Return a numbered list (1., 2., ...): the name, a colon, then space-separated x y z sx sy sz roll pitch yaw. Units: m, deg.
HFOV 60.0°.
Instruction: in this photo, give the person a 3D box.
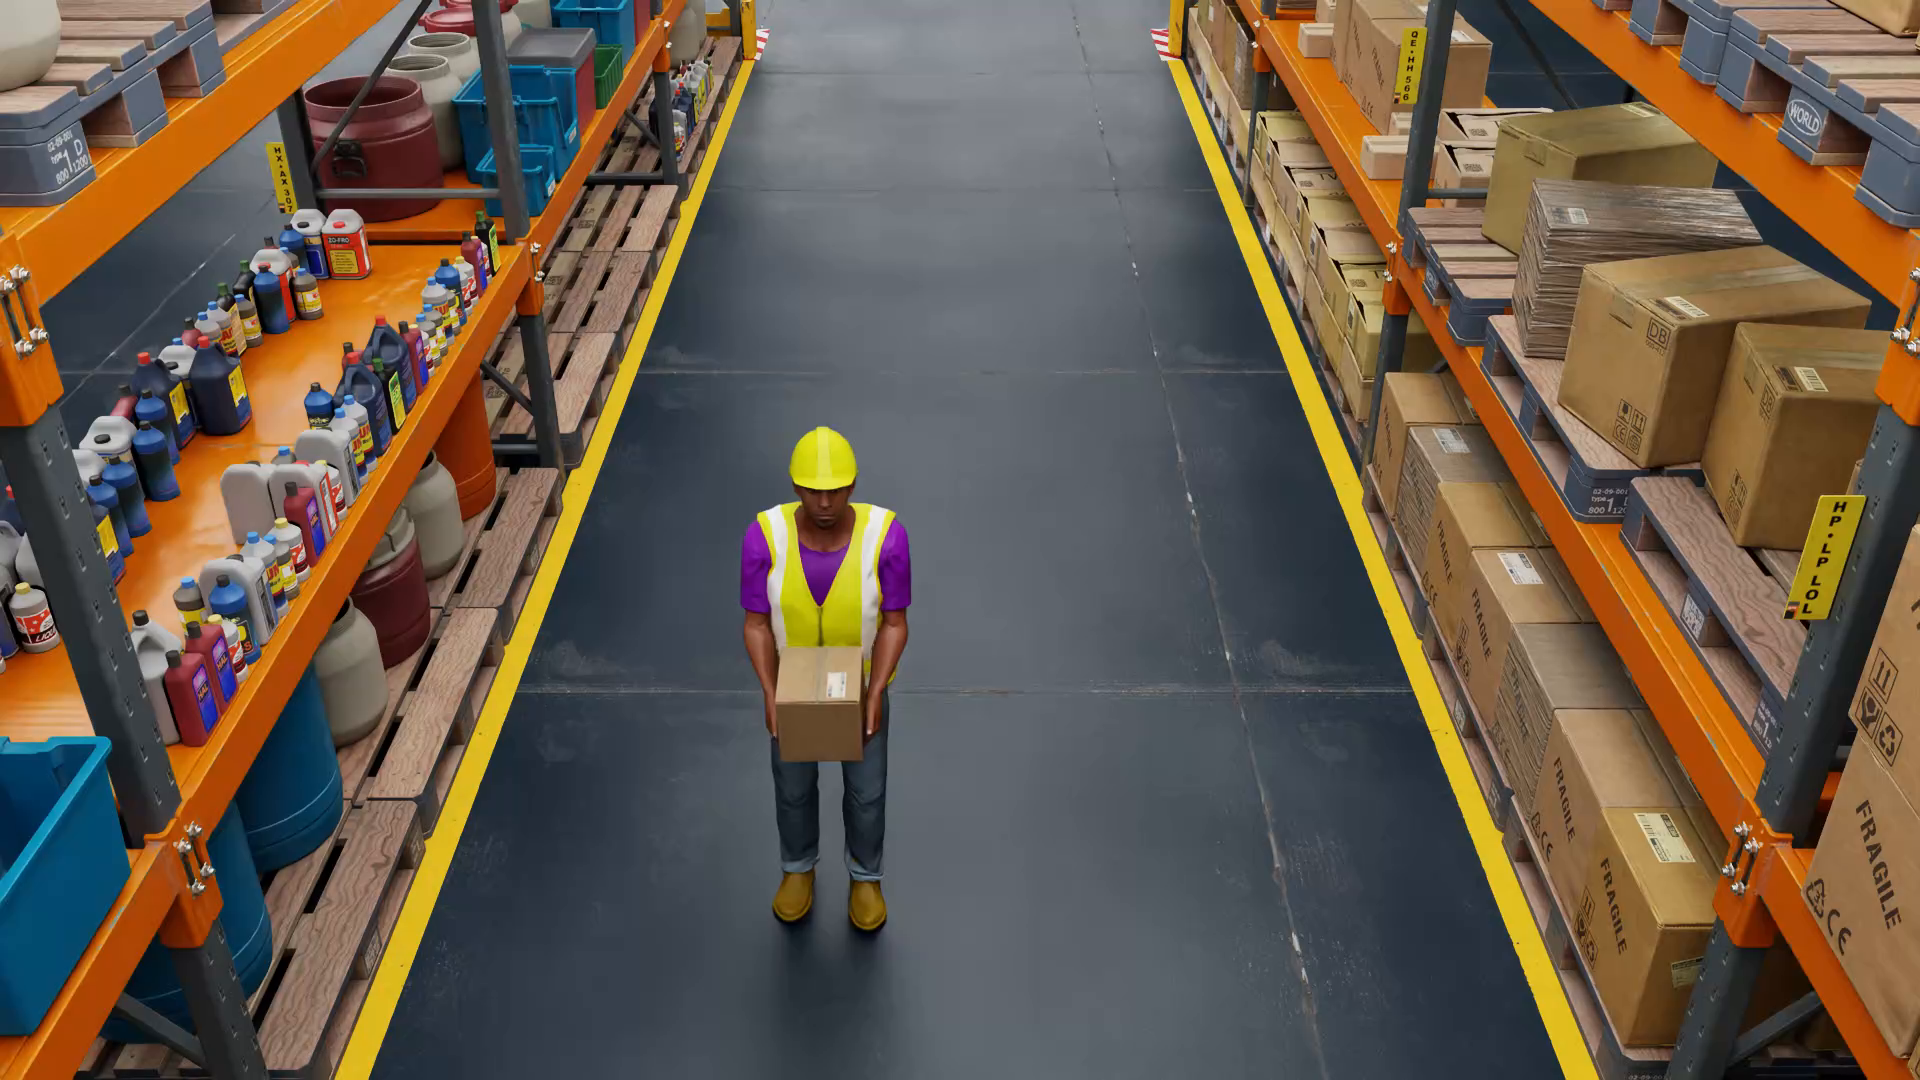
1. person: -0.418 0.502 5.285 0.535 1.769 0.554 0 31 -1
